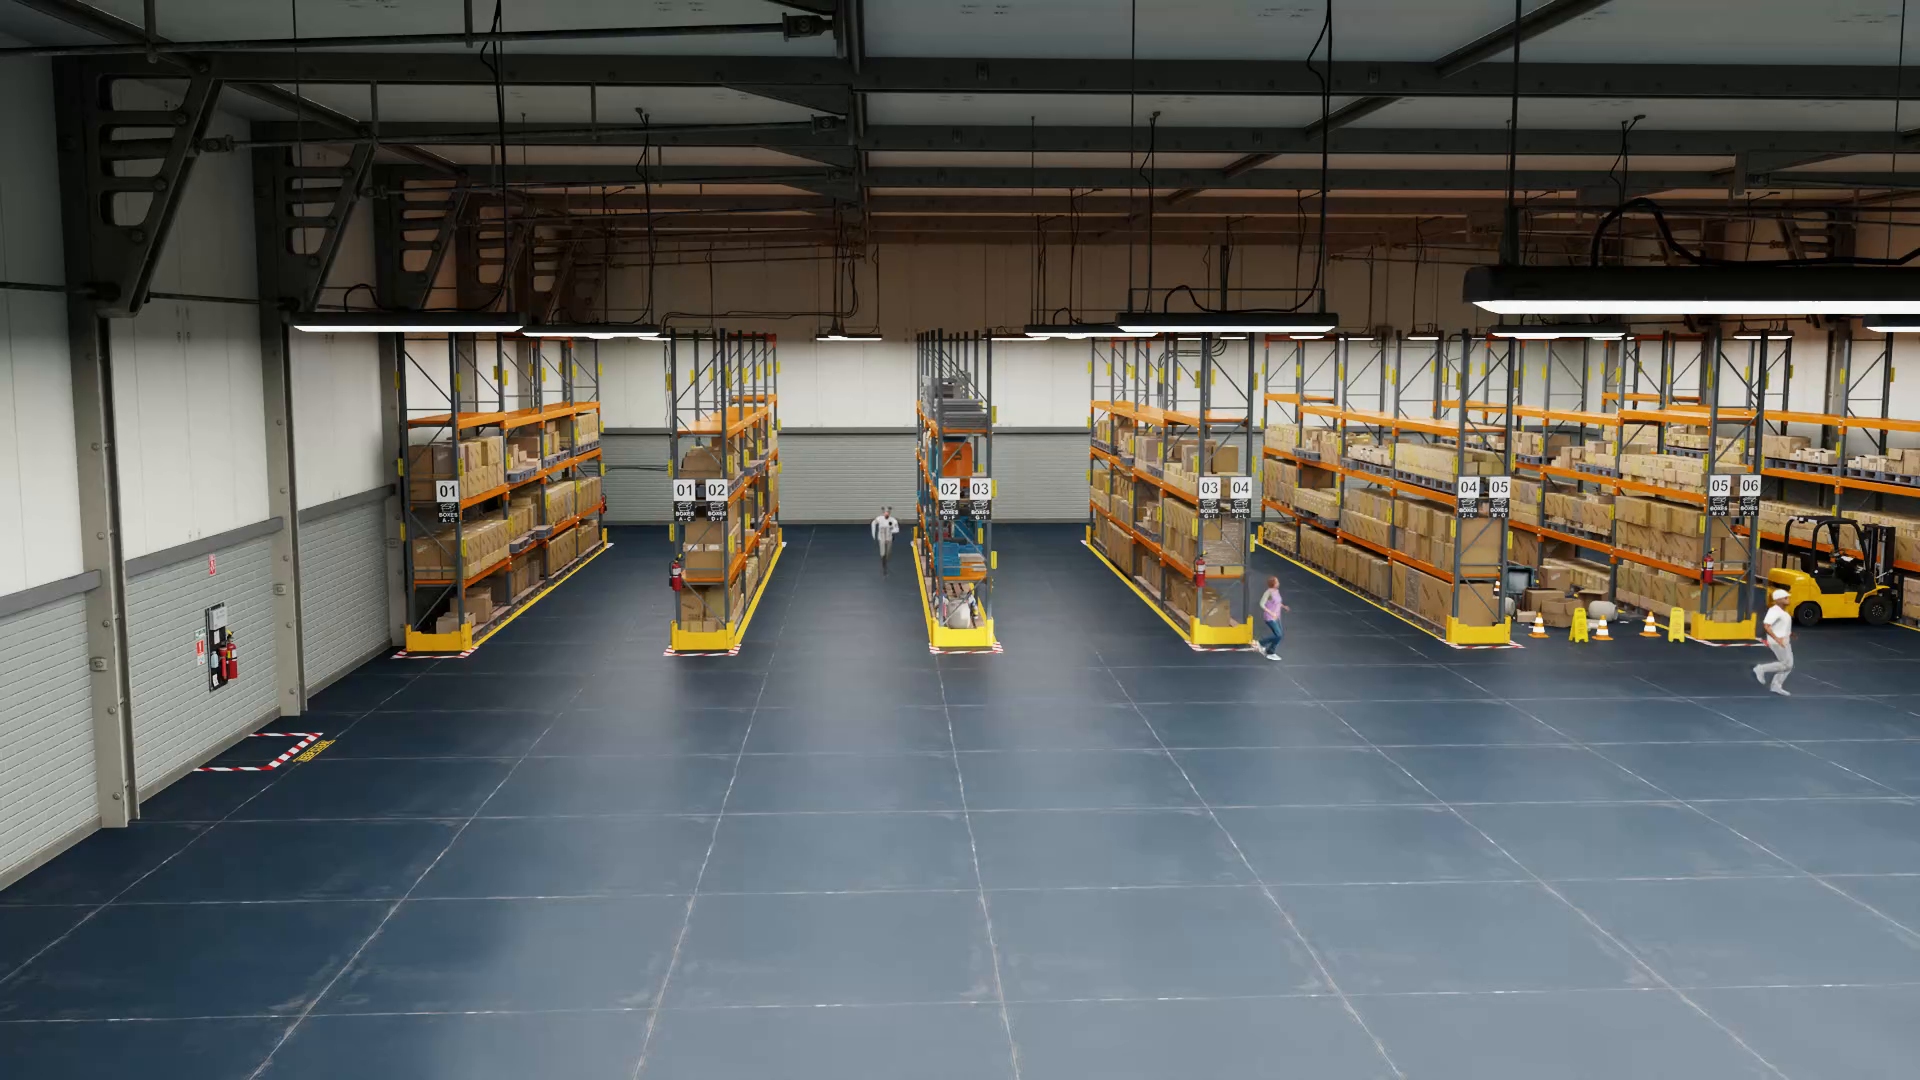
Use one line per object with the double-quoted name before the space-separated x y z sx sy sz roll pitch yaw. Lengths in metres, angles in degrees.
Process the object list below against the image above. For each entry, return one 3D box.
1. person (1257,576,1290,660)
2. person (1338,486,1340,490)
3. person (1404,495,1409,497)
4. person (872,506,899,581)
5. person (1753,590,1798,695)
"person" 5.652 1.466 30.138 0.583 1.465 0.559 4 8 31
"person" 10.711 -0.728 47.416 0.568 1.698 0.905 -2 7 -15
"person" 11.645 -0.309 43.556 0.710 1.754 1.056 -2 7 -15
"person" -1.732 0.067 38.687 0.638 1.755 0.763 0 7 -1
"person" 13.408 1.669 27.331 0.583 1.731 0.716 5 9 39
